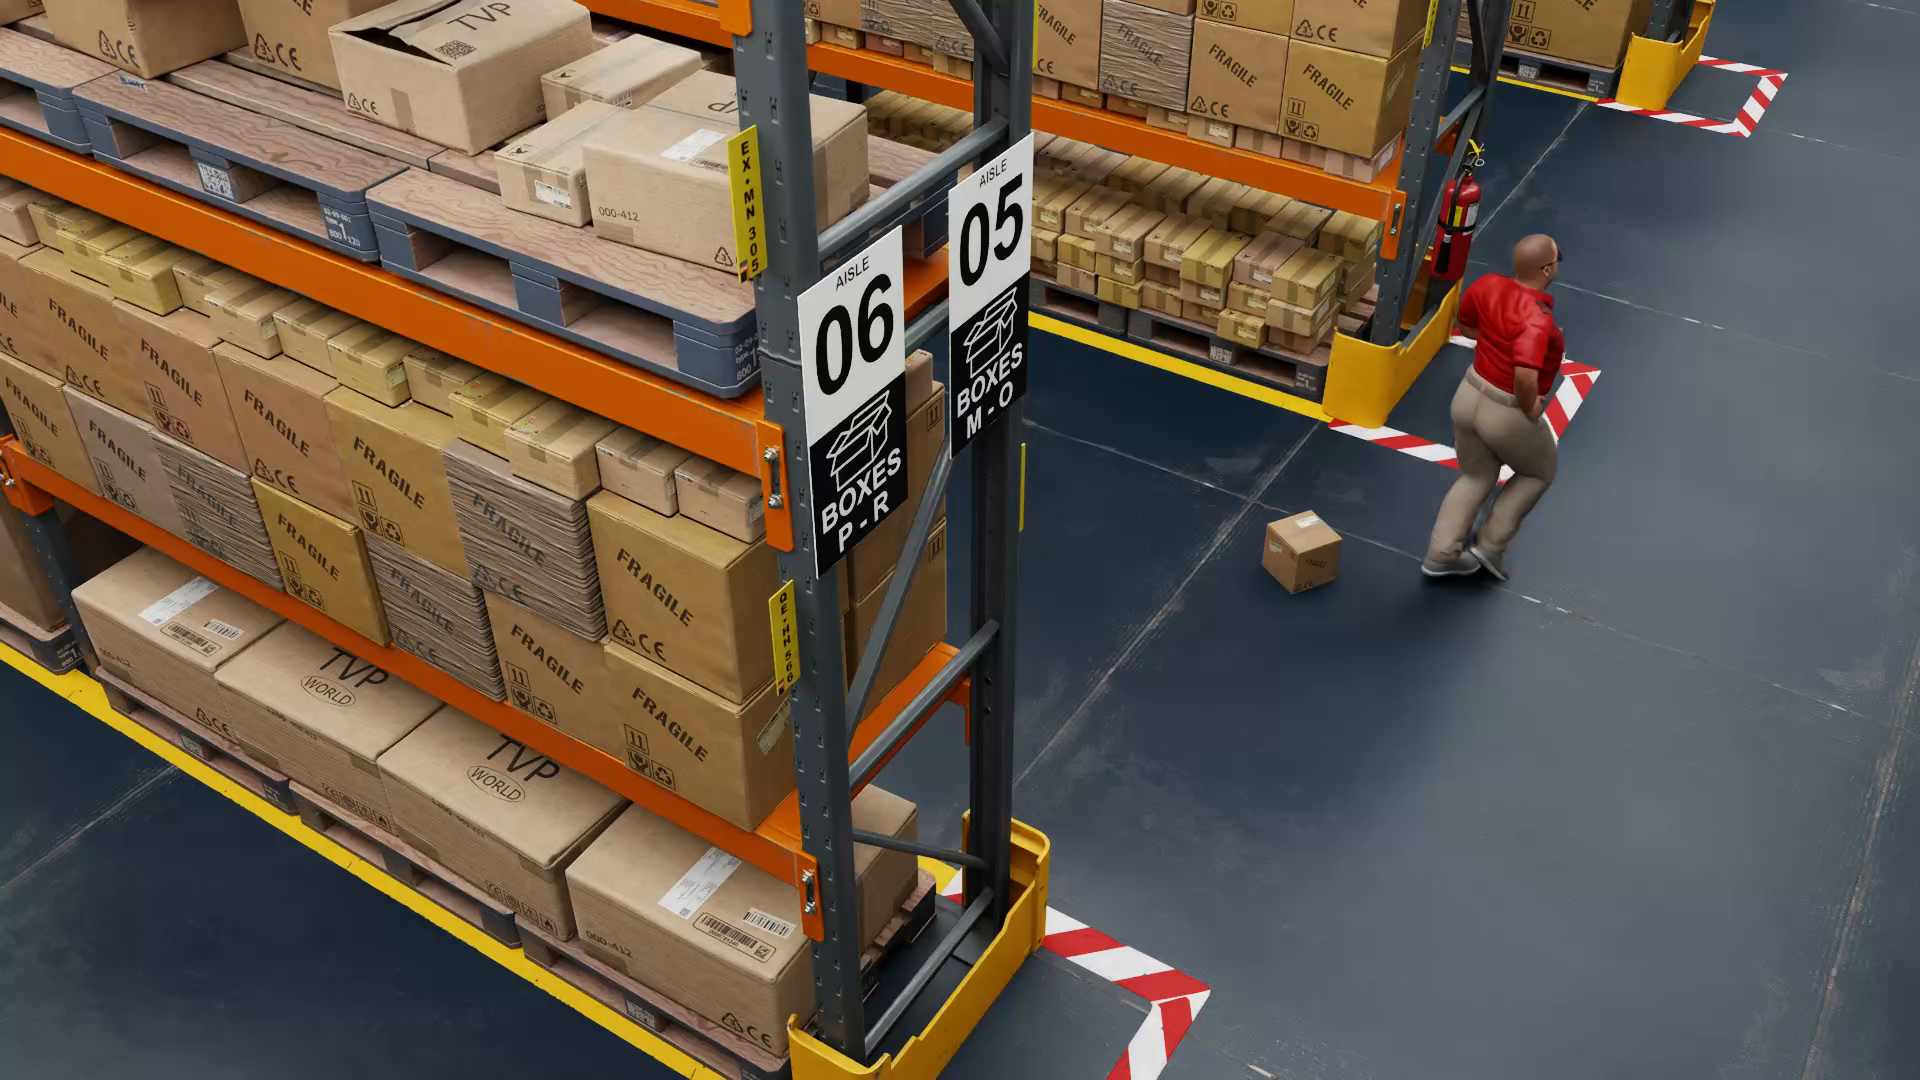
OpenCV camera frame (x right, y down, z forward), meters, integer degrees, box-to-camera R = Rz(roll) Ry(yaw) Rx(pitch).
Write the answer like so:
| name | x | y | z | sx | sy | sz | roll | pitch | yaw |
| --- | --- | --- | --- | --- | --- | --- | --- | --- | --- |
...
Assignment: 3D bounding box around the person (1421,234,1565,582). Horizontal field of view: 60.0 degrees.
| name | x | y | z | sx | sy | sz | roll | pitch | yaw |
| --- | --- | --- | --- | --- | --- | --- | --- | --- | --- |
| person | 2.446 | -0.559 | 7.457 | 0.660 | 1.772 | 0.660 | -16 | 41 | -20 |
